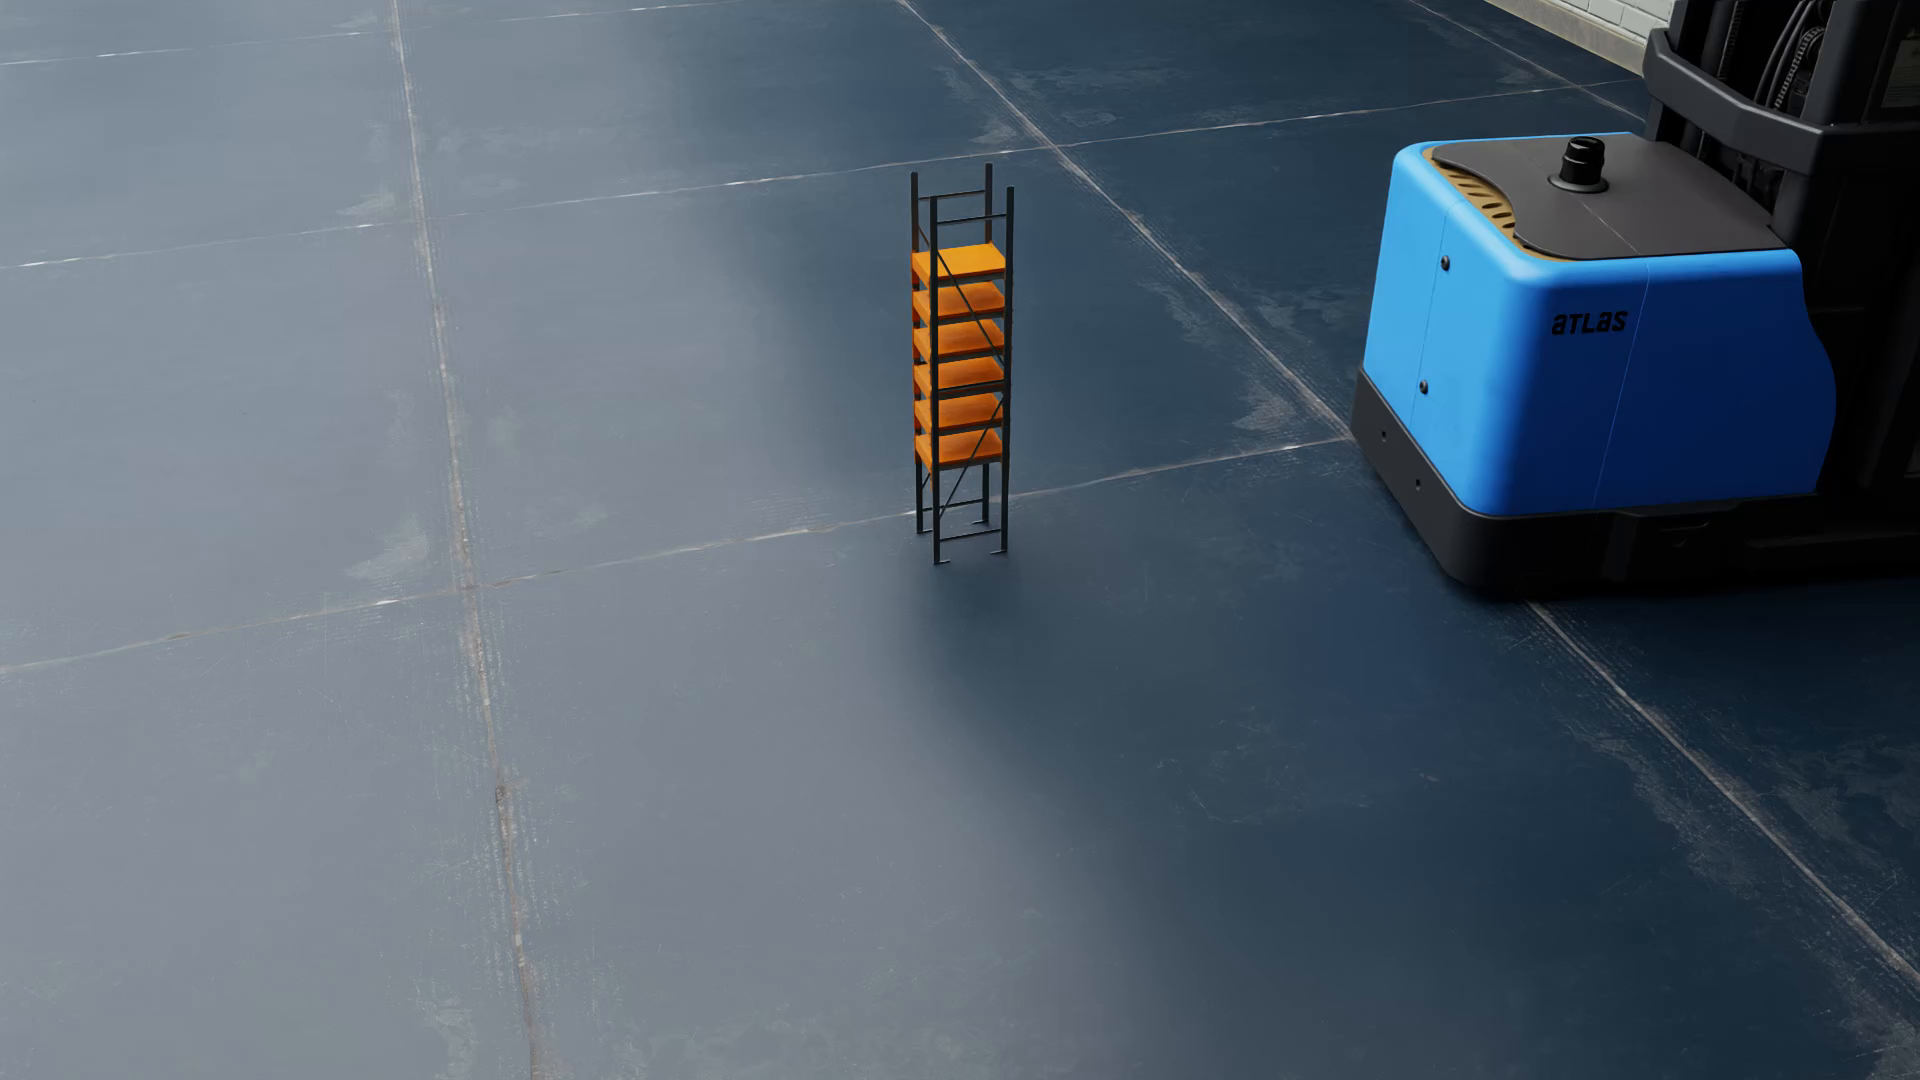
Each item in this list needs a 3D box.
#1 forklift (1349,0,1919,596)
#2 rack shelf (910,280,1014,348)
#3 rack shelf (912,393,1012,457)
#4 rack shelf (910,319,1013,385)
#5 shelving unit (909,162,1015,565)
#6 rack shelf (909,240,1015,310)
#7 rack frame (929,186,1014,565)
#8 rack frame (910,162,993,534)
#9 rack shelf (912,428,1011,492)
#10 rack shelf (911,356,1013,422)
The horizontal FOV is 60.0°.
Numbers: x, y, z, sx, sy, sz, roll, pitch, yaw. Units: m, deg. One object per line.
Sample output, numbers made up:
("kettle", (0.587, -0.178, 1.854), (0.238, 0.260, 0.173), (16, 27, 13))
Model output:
("forklift", (2.893, -1.417, 4.736), (3.031, 2.935, 1.130), (-4, 34, -7))
("rack shelf", (0.004, -0.656, 4.800), (0.258, 0.103, 0.180), (-10, 35, -15))
("rack shelf", (0.004, -0.356, 4.998), (0.258, 0.103, 0.180), (-10, 35, -15))
("rack shelf", (0.004, -0.556, 4.866), (0.258, 0.103, 0.180), (-10, 35, -15))
("shelving unit", (0.004, -0.493, 4.908), (0.258, 1.200, 0.189), (-10, 35, -15))
("rack shelf", (0.004, -0.756, 4.734), (0.258, 0.103, 0.180), (-10, 35, -15))
("rack frame", (0.032, -0.445, 4.835), (0.240, 1.200, 0.006), (-10, 35, -15))
("rack frame", (-0.023, -0.541, 4.980), (0.240, 1.200, 0.006), (-10, 35, -15))
("rack shelf", (0.004, -0.256, 5.065), (0.258, 0.103, 0.180), (-10, 35, -15))
("rack shelf", (0.004, -0.456, 4.932), (0.258, 0.103, 0.180), (-10, 35, -15))
